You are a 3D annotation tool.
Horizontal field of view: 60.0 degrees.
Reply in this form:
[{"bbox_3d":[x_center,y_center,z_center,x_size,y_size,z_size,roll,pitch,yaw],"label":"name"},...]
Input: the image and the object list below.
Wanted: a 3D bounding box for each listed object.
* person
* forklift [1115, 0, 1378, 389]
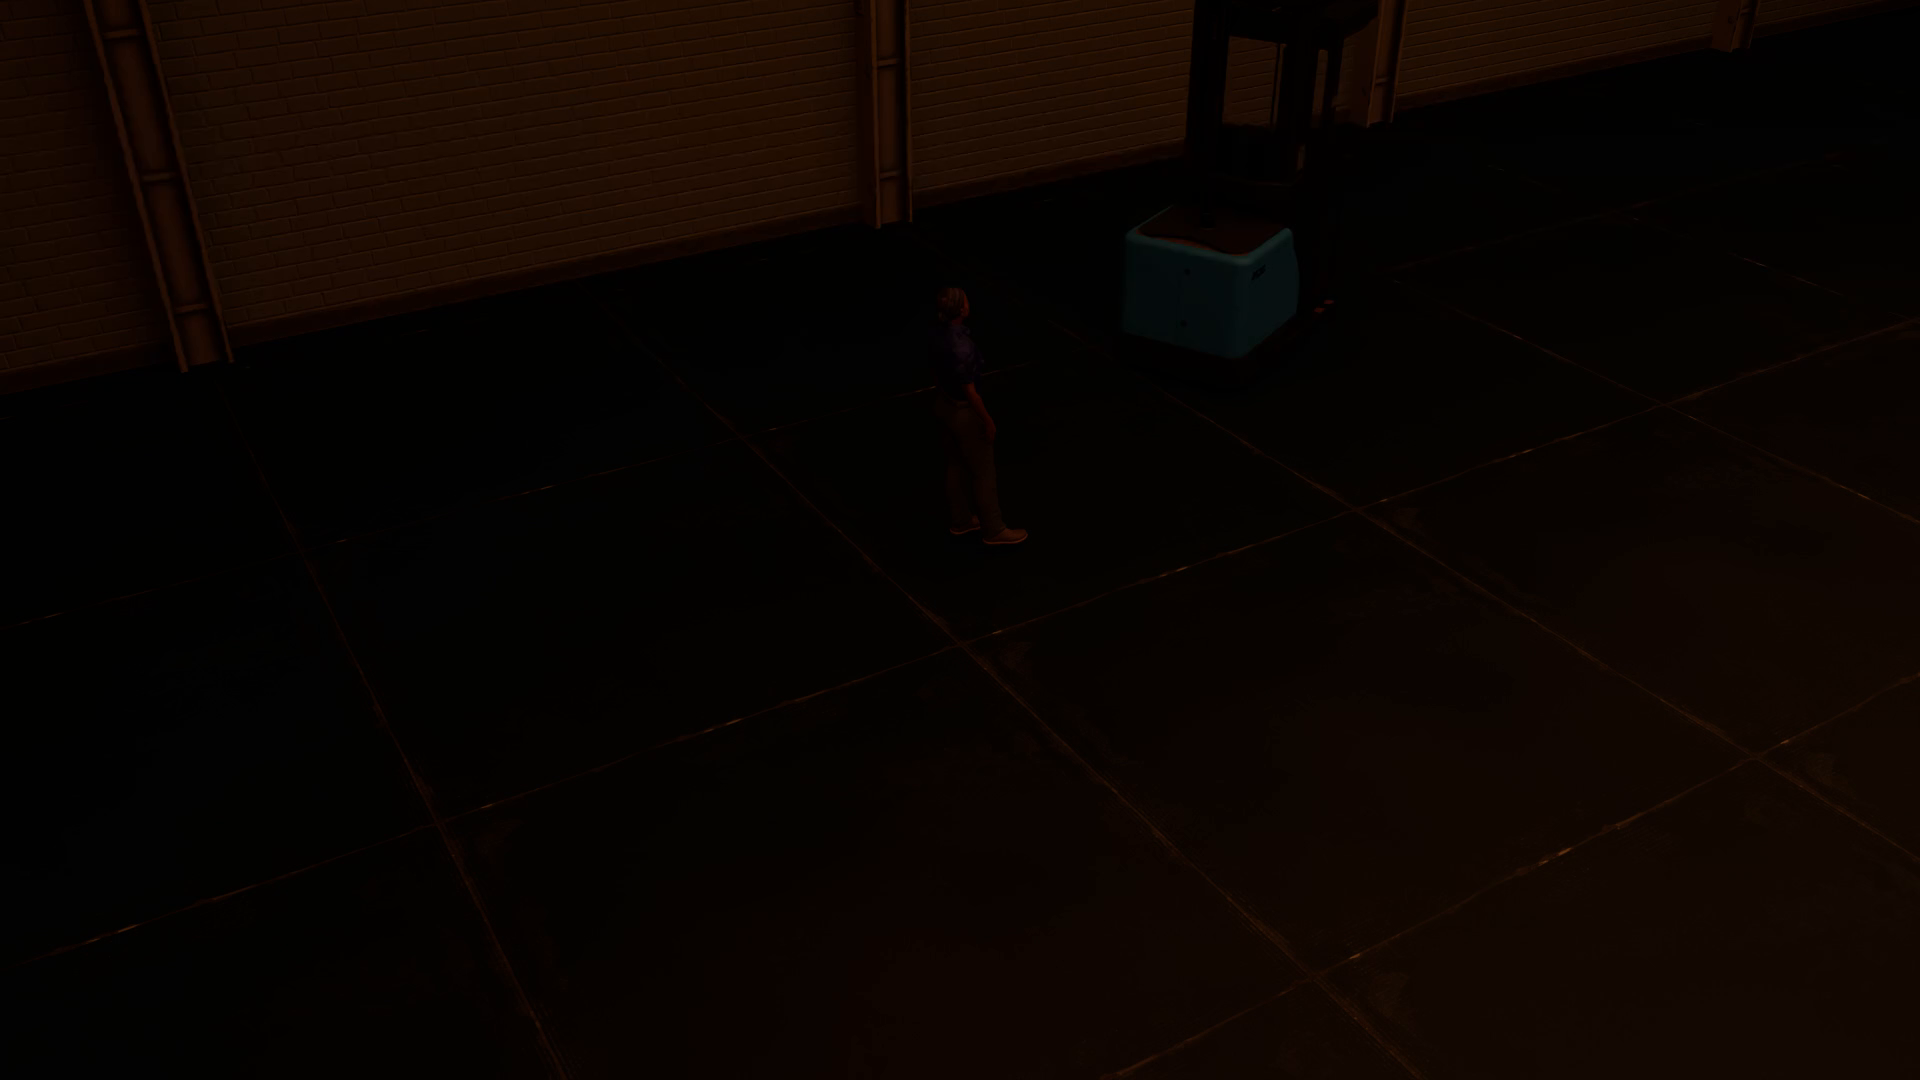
[{"bbox_3d":[0.085,-0.765,10.074,0.503,1.656,0.569,-17,35,-26],"label":"person"},{"bbox_3d":[2.414,-3.078,12.787,1.130,2.935,3.031,19,36,28],"label":"forklift"}]
